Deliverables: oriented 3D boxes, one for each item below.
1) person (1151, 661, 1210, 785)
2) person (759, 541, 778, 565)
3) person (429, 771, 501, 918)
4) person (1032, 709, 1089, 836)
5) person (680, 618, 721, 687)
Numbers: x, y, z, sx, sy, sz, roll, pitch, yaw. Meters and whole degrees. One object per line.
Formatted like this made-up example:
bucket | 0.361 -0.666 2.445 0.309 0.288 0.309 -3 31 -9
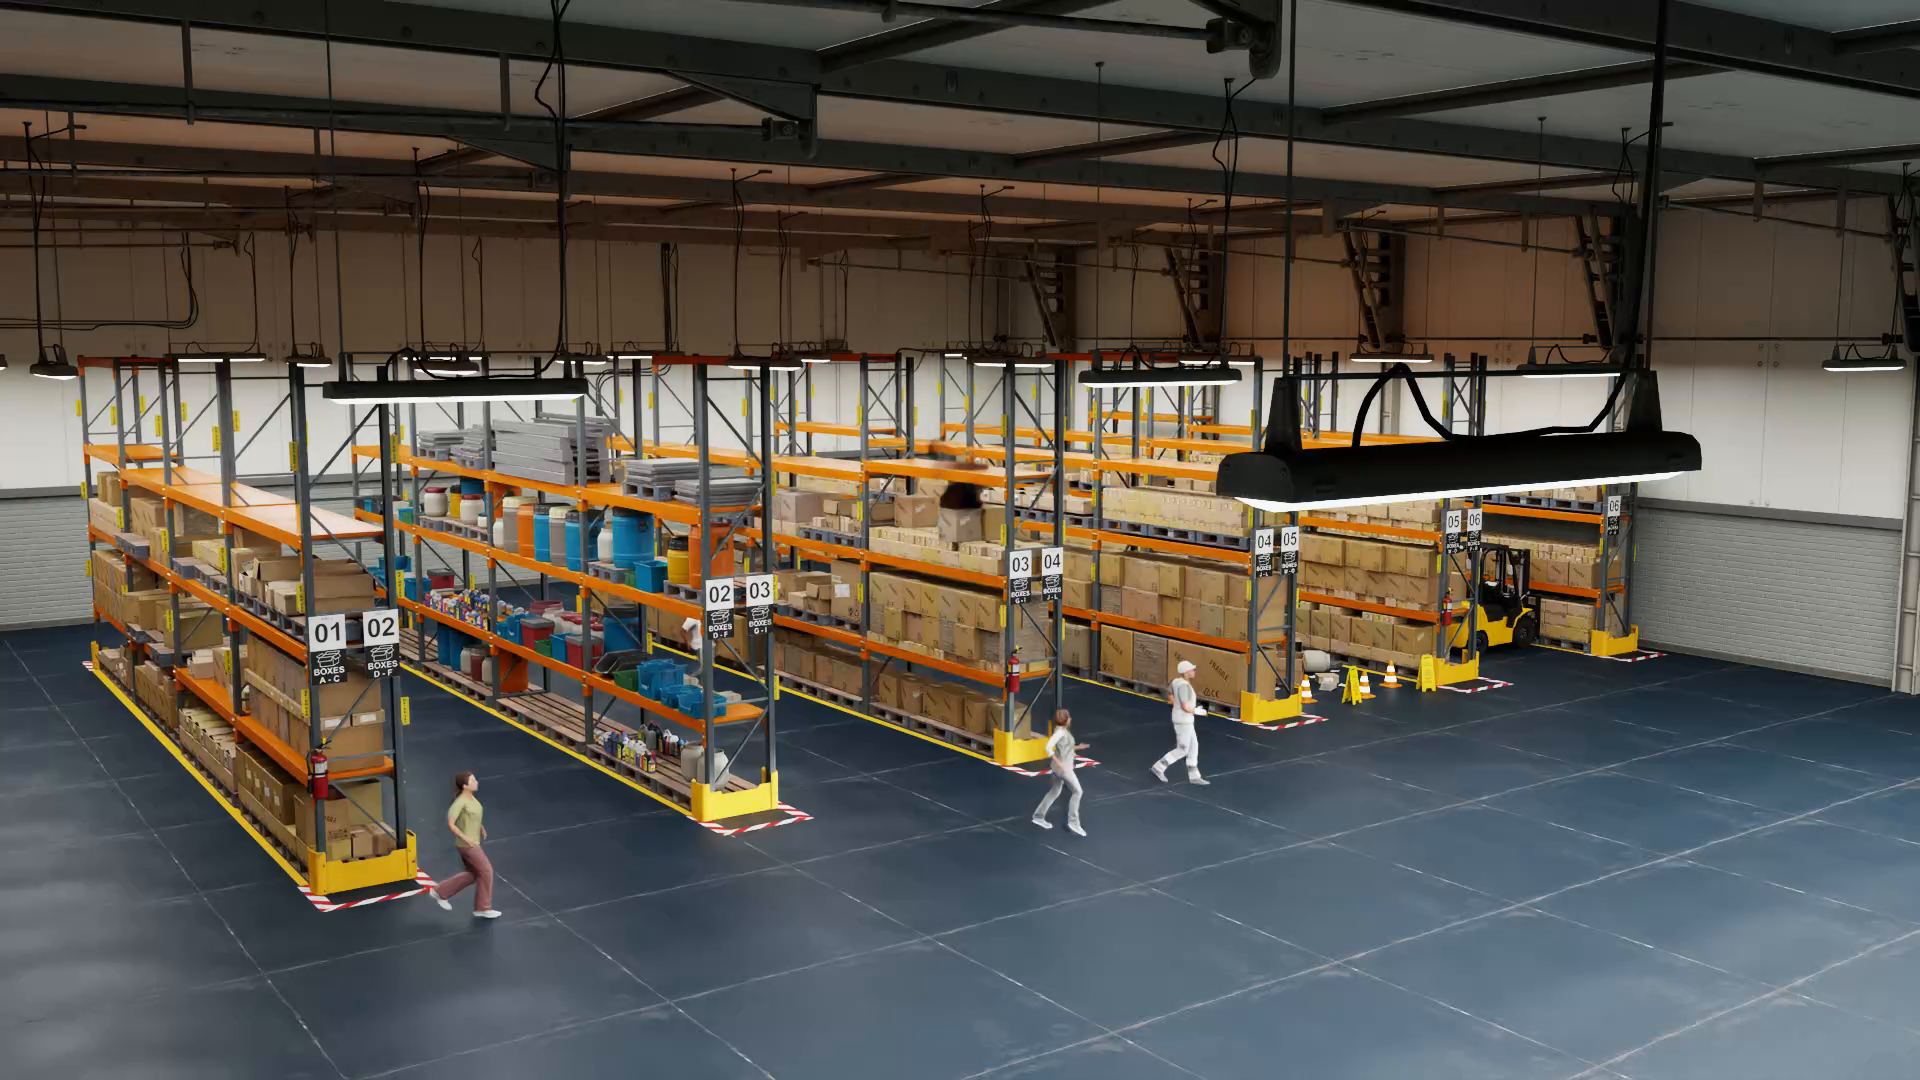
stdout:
person | 3.131 2.595 23.548 0.862 1.796 0.685 0 7 1
person | -4.508 0.860 38.317 0.624 1.763 0.693 -4 8 -29
person | -5.425 3.323 18.145 0.774 1.644 0.595 -1 7 -6
person | 1.293 2.971 21.244 0.728 1.627 0.510 -1 7 -6
person | -4.511 1.907 29.445 0.583 1.720 0.695 7 10 44
